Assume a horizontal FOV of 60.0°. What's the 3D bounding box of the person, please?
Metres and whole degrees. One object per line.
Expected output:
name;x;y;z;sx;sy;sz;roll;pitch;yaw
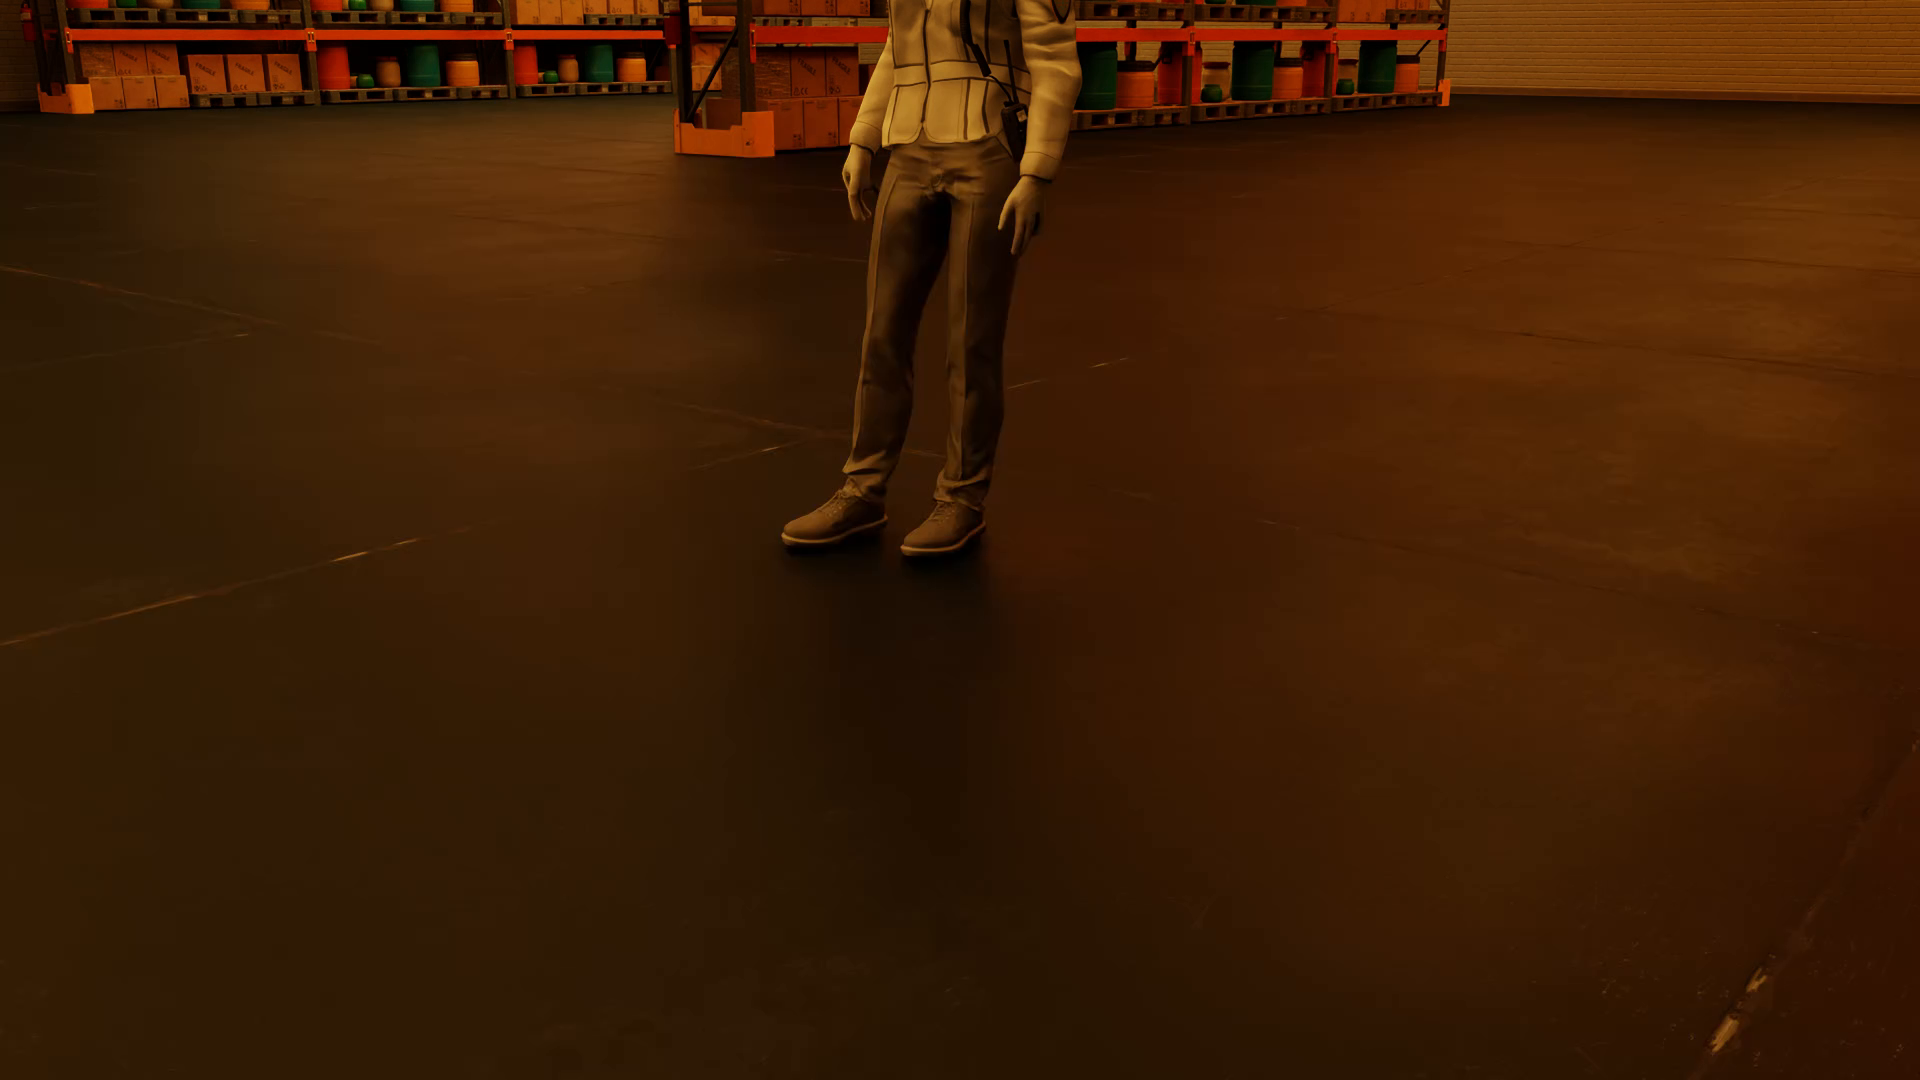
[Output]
person;-0.050;-0.804;3.647;0.586;1.694;0.530;13;21;37
